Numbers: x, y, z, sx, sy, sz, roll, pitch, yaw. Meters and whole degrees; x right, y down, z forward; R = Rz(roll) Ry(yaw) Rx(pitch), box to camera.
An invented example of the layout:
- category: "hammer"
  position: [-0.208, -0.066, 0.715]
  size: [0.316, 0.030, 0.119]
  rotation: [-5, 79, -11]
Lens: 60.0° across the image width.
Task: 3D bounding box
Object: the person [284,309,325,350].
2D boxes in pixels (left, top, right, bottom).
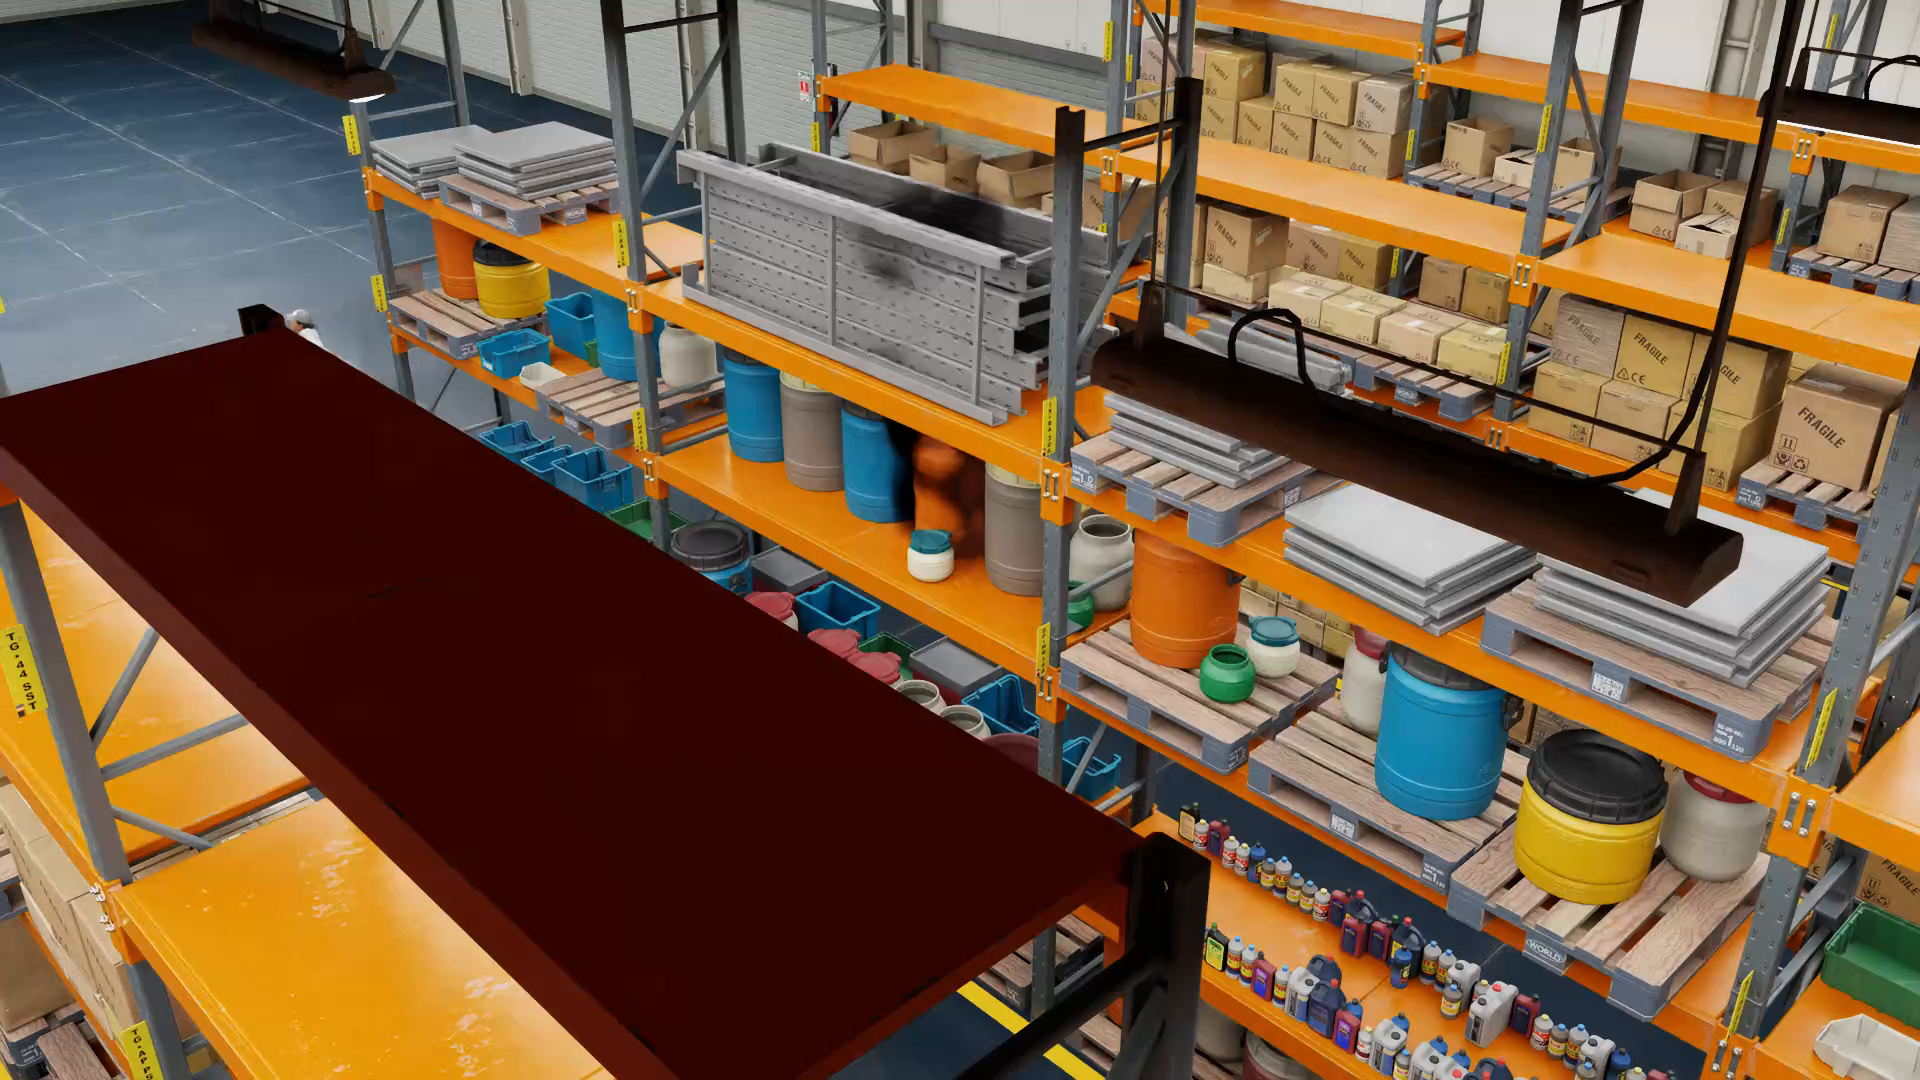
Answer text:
- category: "person"
  position: [-7.168, -1.764, 18.414]
  size: [0.719, 1.617, 0.625]
  rotation: [-6, 29, -11]
